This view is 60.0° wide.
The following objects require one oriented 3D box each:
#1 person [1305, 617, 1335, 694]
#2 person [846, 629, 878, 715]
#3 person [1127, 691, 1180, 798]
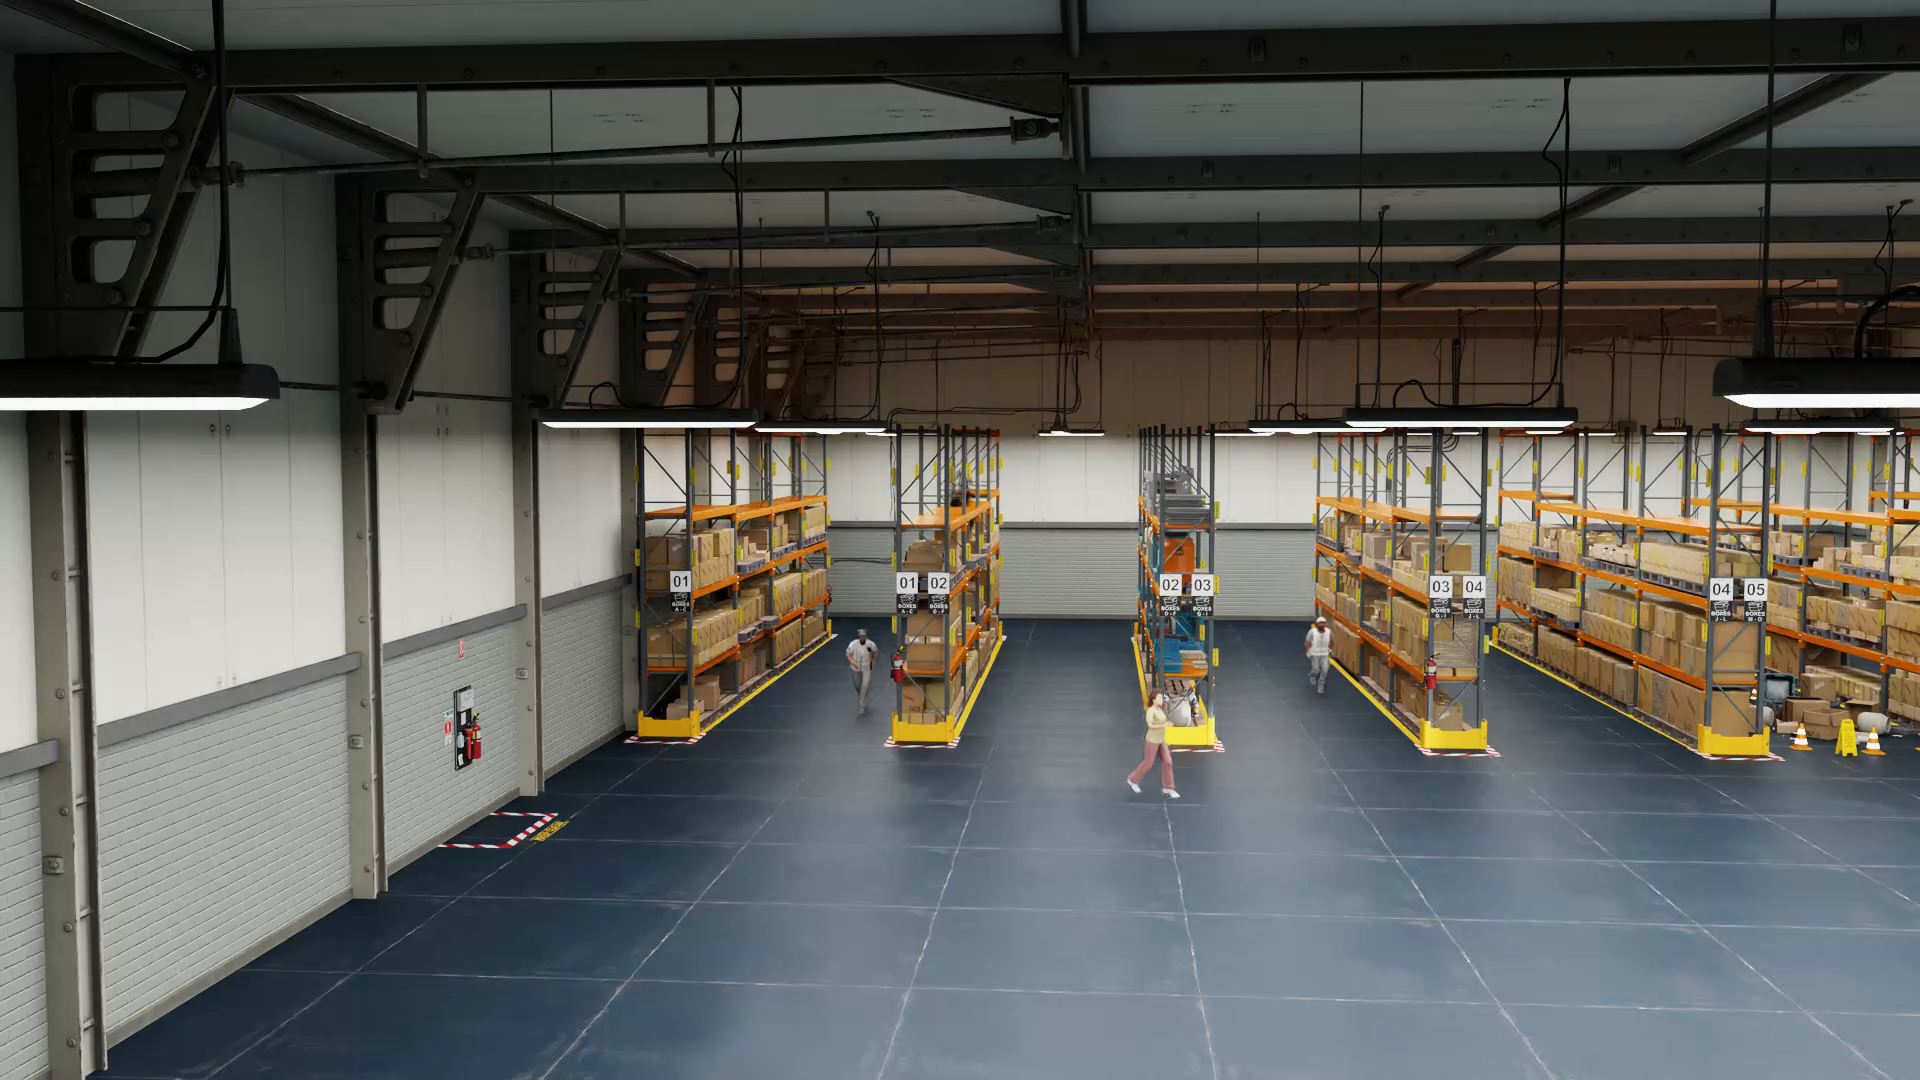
[{"bbox_3d":[8.118,2.580,37.510,0.668,1.728,0.639,0,3,0],"label":"person"},{"bbox_3d":[-2.062,2.735,35.046,0.664,1.781,1.096,0,3,1],"label":"person"},{"bbox_3d":[3.090,3.247,26.567,0.895,1.696,0.592,2,4,32],"label":"person"}]
